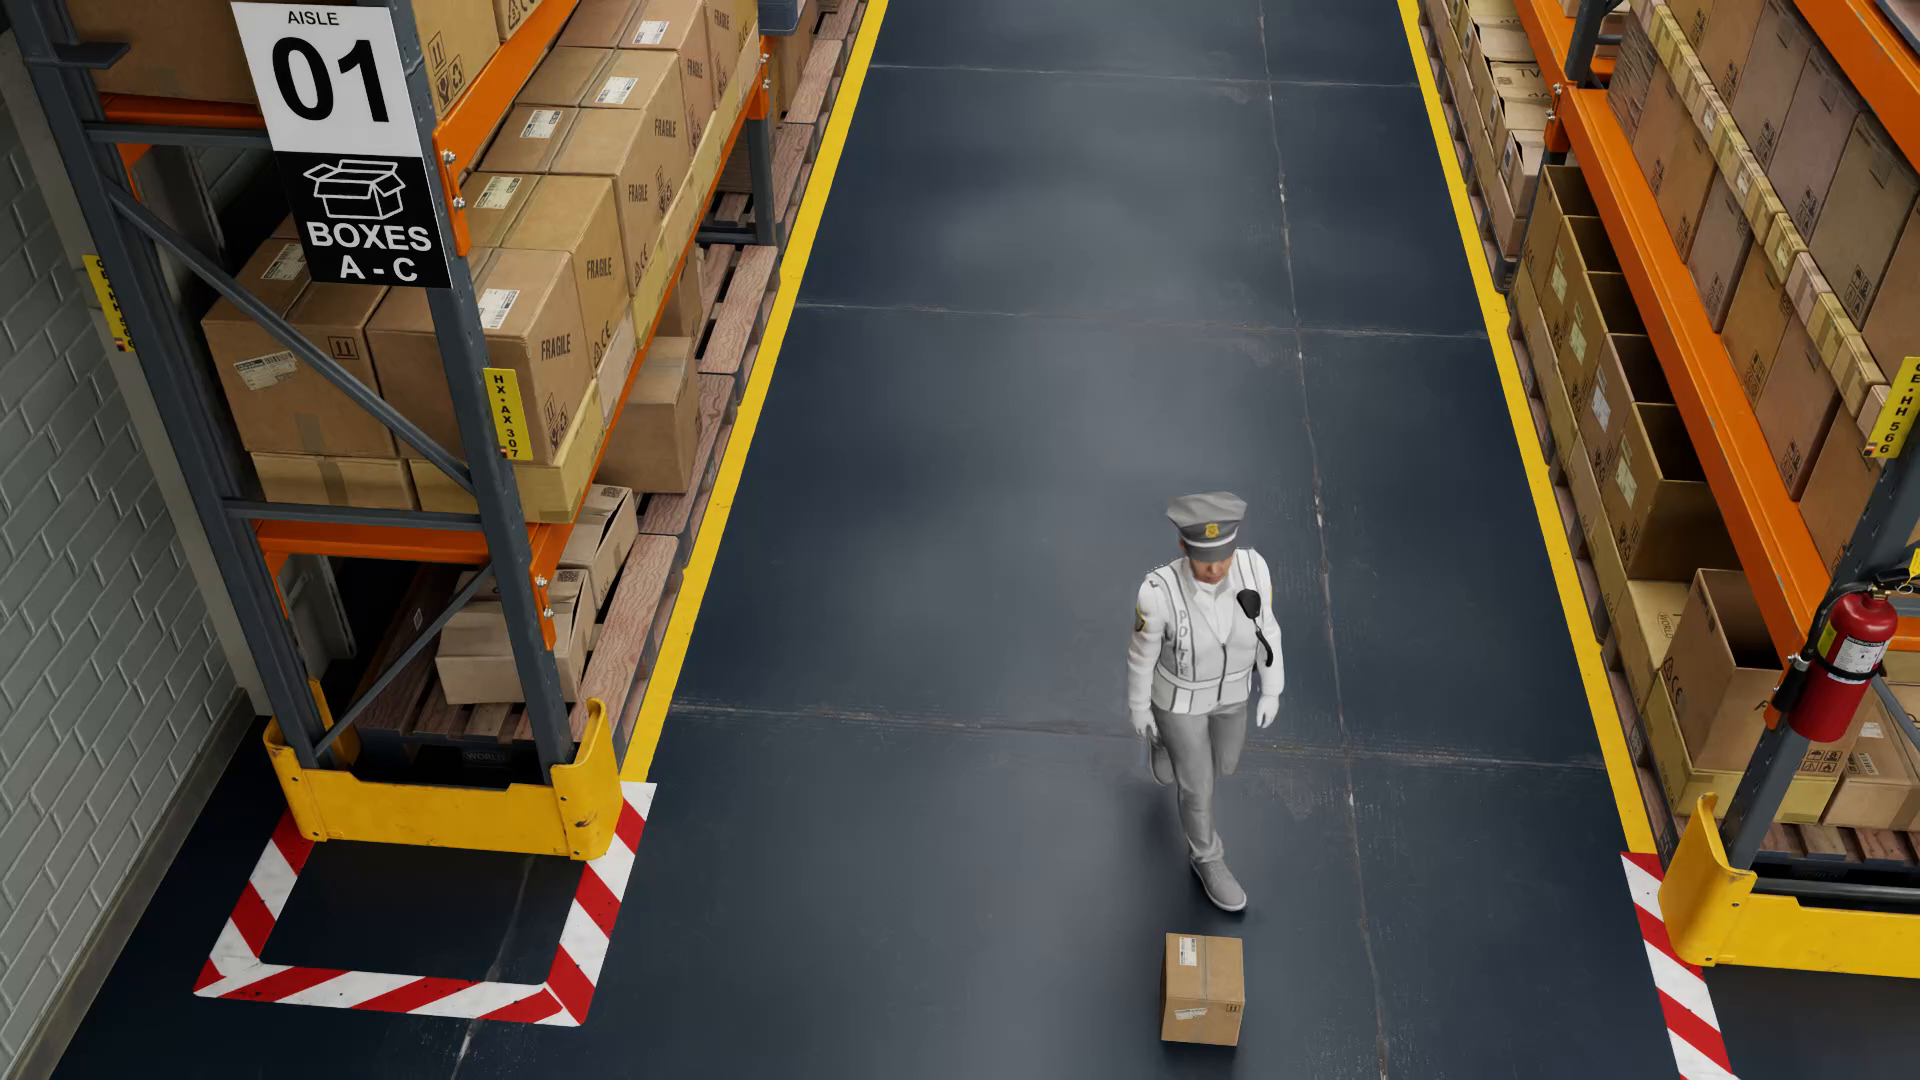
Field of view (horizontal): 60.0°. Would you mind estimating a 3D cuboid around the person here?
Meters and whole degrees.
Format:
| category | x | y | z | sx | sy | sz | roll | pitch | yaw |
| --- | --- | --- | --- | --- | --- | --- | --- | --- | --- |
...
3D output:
| category | x | y | z | sx | sy | sz | roll | pitch | yaw |
| --- | --- | --- | --- | --- | --- | --- | --- | --- | --- |
| person | 0.786 | 0.479 | 5.573 | 0.501 | 1.657 | 0.740 | -15 | 43 | -17 |
